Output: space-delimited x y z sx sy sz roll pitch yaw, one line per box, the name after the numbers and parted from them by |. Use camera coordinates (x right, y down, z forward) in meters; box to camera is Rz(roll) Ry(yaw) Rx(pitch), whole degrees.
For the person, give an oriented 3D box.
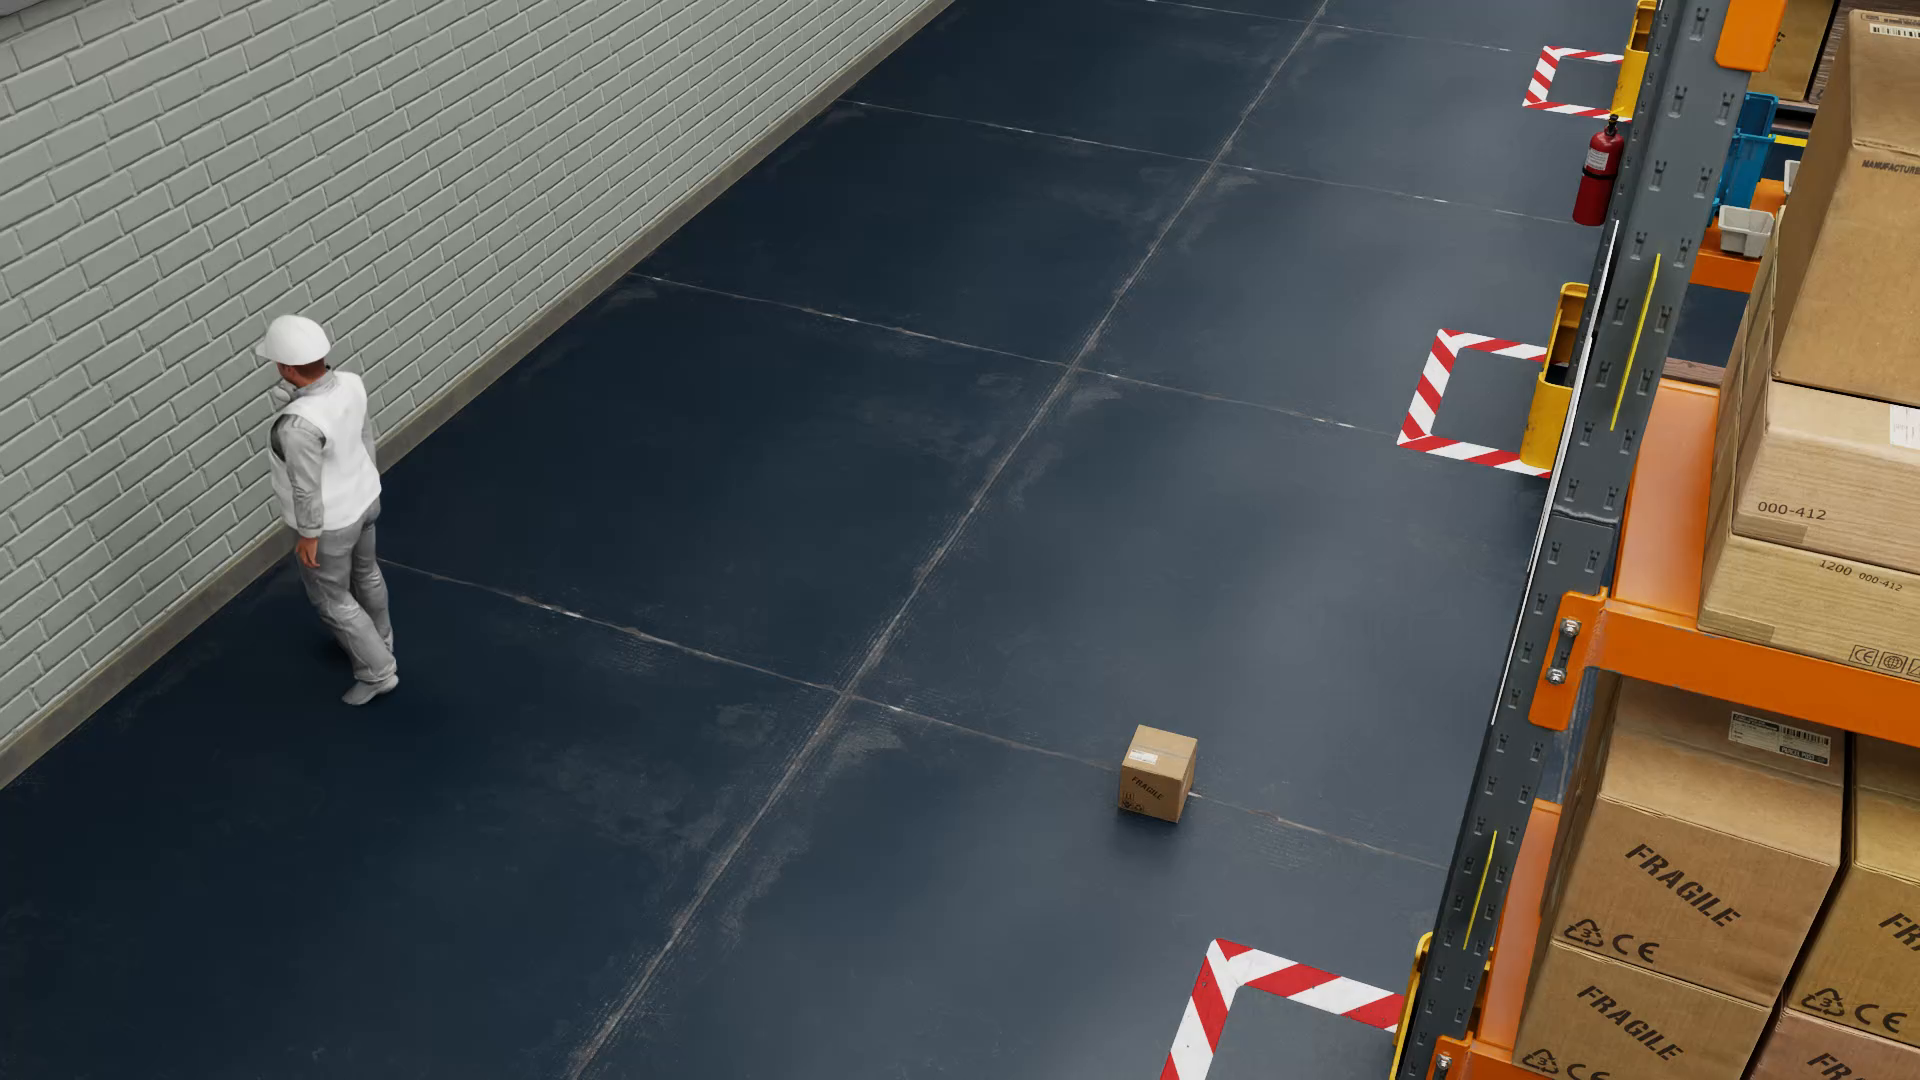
-2.665 -0.125 6.994 0.460 1.840 0.549 7 38 10 | person
